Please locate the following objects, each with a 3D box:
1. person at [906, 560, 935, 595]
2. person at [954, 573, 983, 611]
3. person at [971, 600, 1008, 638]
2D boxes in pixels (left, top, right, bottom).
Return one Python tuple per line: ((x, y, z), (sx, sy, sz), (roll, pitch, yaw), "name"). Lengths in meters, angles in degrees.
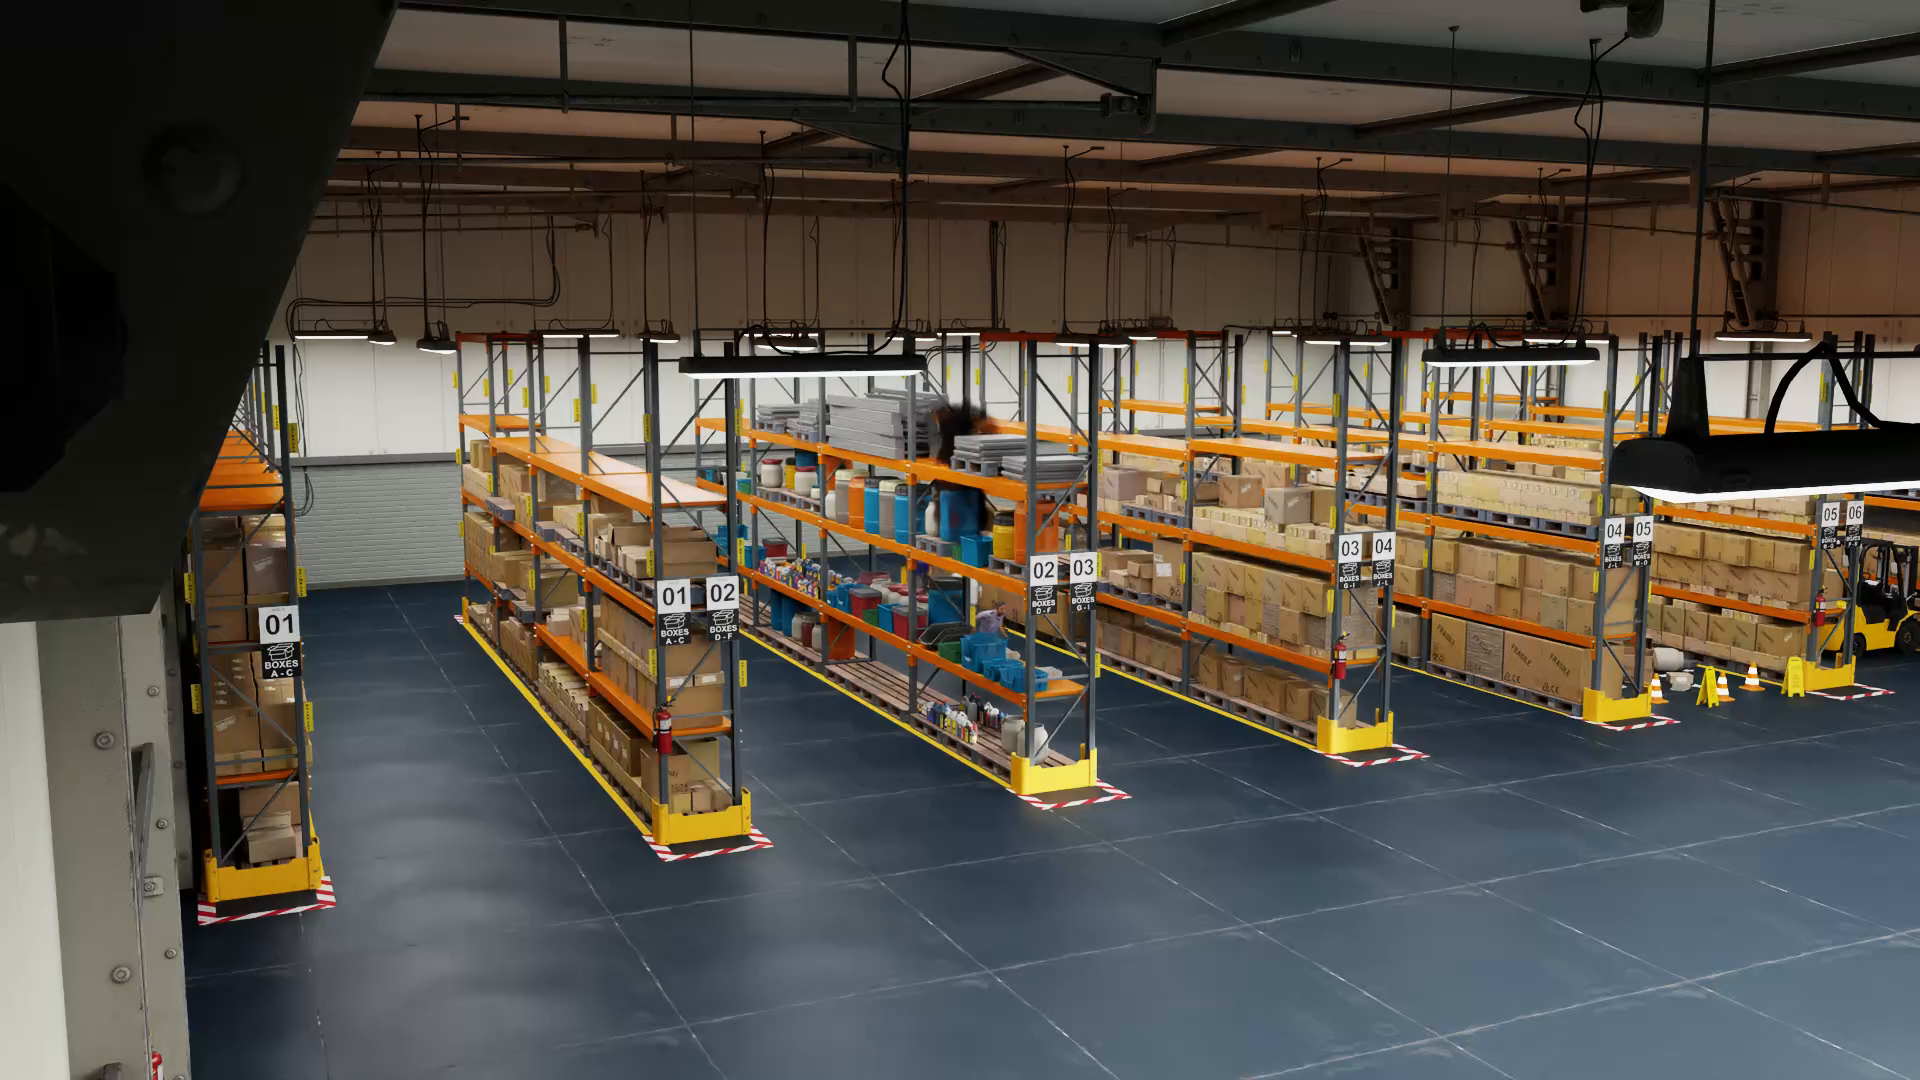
((-0.789, 0.863, 34.677), (0.569, 1.674, 0.727), (-4, 9, -27), "person")
((0.151, 1.202, 31.665), (0.656, 1.760, 0.670), (-4, 9, -29), "person")
((0.445, 1.698, 27.843), (0.758, 1.445, 0.628), (7, 10, 42), "person")
